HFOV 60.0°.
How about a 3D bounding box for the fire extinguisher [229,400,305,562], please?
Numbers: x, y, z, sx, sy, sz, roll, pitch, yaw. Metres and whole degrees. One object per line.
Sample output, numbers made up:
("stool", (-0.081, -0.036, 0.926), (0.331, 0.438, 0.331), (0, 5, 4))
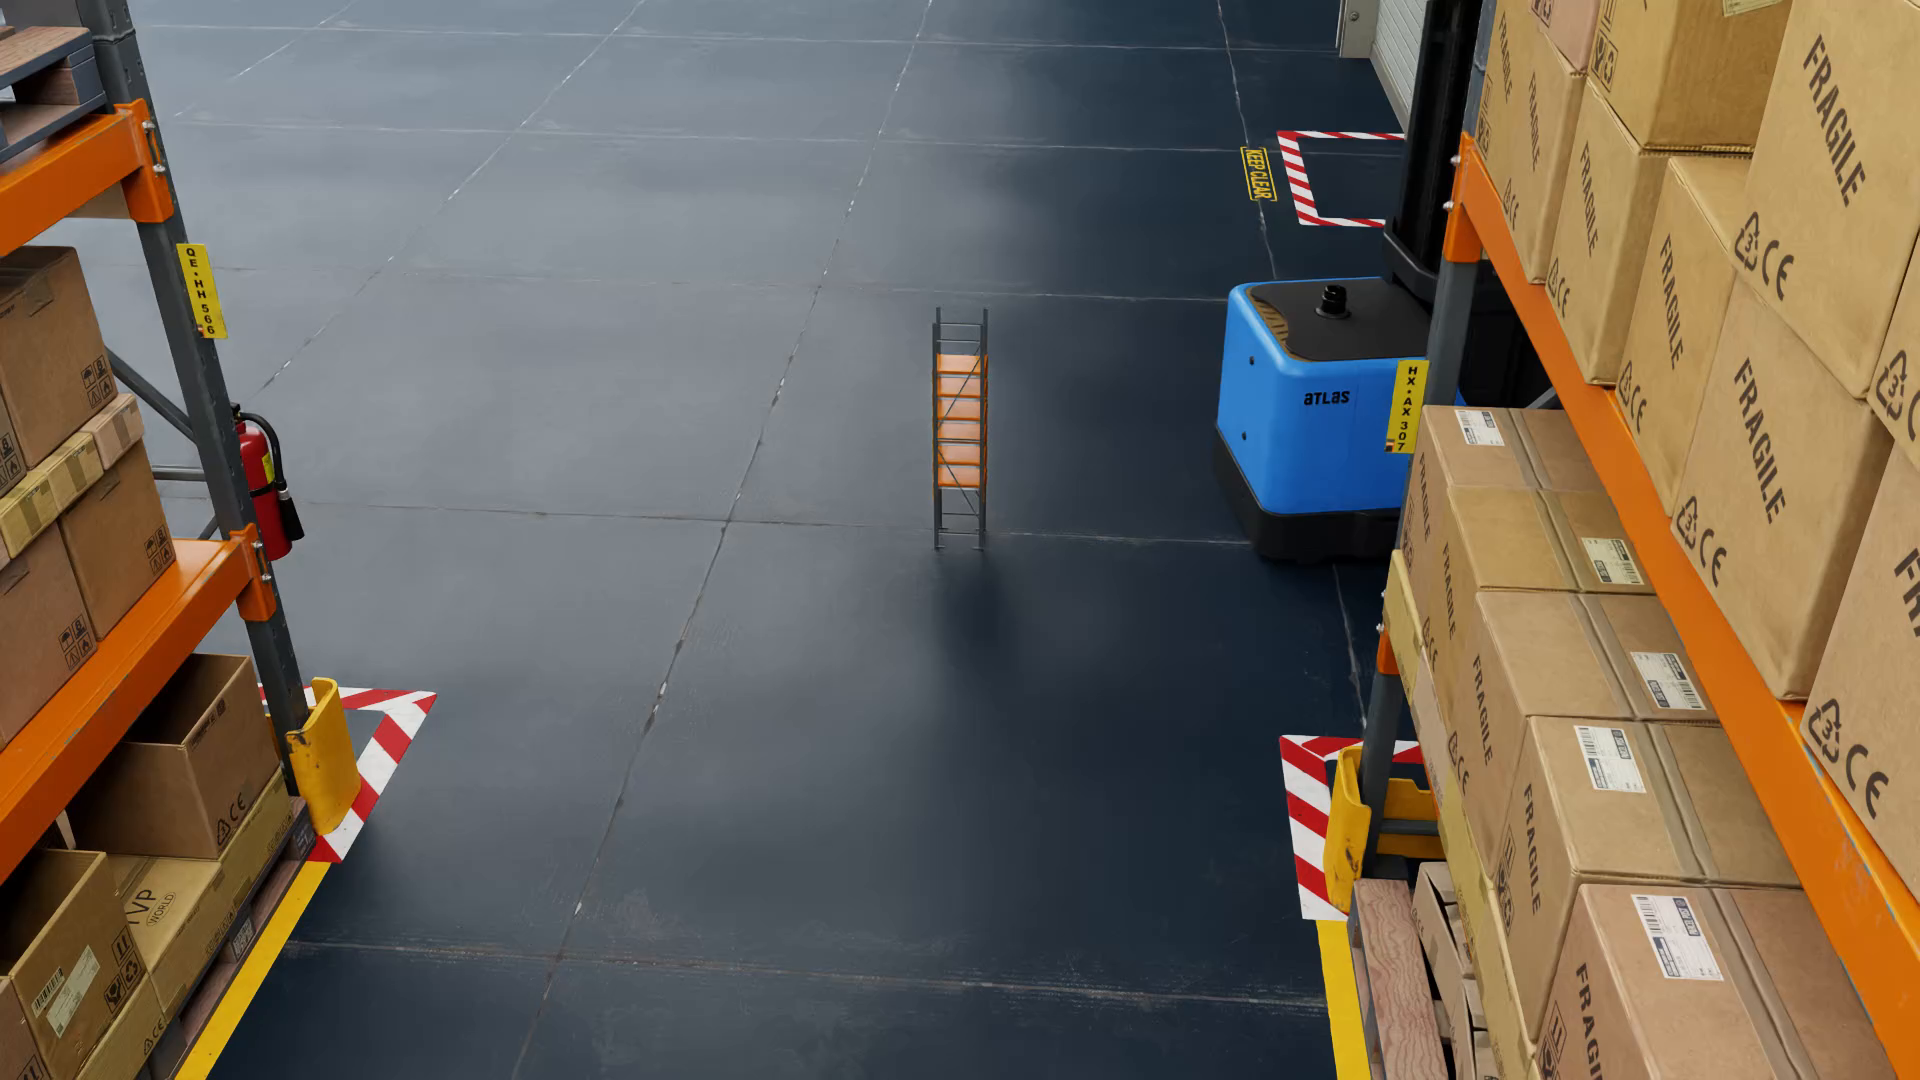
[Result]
("fire extinguisher", (-2.512, -0.246, 5.864), (0.296, 0.674, 0.183), (2, 32, 4))

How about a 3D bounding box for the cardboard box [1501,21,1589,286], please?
("cardboard box", (1.597, -0.912, 3.897), (0.500, 0.500, 0.500), (4, 32, 7))

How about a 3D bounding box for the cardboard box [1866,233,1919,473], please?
("cardboard box", (1.432, -0.251, 1.872), (0.500, 0.500, 0.500), (4, 32, 7))

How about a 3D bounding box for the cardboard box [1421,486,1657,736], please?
("cardboard box", (1.564, 0.204, 4.469), (0.500, 0.500, 0.500), (3, 32, 4))

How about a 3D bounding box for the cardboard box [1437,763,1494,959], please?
("cardboard box", (1.521, 0.808, 4.204), (0.500, 0.250, 0.500), (2, 32, 3))

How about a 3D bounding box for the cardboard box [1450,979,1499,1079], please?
("cardboard box", (1.760, 1.586, 4.960), (0.500, 0.311, 0.500), (5, 32, 8))

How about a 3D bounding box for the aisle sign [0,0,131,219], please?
("aisle sign", (-2.687, -1.365, 5.129), (0.394, 0.787, 0.004), (2, 32, 4))

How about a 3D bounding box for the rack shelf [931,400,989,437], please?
("rack shelf", (0.001, -0.583, 7.908), (0.258, 0.103, 0.180), (2, 32, 4))

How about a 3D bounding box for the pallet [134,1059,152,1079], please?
("pallet", (-3.107, 1.988, 4.823), (1.003, 0.211, 1.213), (2, 32, 4))

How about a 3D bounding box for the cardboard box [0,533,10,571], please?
("cardboard box", (-2.889, 0.055, 4.589), (0.380, 0.149, 0.250), (3, 32, 5))

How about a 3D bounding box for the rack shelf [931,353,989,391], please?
("rack shelf", (0.001, -0.787, 7.782), (0.258, 0.103, 0.180), (2, 32, 4))

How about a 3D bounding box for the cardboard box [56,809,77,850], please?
("cardboard box", (-3.250, 1.026, 5.947), (0.500, 0.250, 0.500), (2, 32, 4))

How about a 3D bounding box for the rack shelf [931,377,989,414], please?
("rack shelf", (0.001, -0.685, 7.845), (0.258, 0.103, 0.180), (2, 32, 4))

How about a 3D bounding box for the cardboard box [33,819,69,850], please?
("cardboard box", (-3.289, 0.968, 5.326), (0.500, 0.500, 0.500), (2, 32, 4))

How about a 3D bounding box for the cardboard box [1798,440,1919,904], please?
("cardboard box", (1.476, 0.198, 2.096), (0.500, 0.500, 0.500), (0, 32, 0))

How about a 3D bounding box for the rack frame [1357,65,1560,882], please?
("rack frame", (1.953, -0.027, 5.435), (1.000, 3.000, 0.127), (2, 32, 4))

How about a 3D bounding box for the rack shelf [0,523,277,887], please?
("rack shelf", (-3.148, 1.115, 4.267), (1.077, 0.370, 4.000), (2, 32, 4))

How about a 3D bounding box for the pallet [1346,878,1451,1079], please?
("pallet", (1.845, 1.623, 5.415), (1.003, 0.211, 1.213), (2, 32, 4))

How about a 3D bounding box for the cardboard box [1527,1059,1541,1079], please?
("cardboard box", (1.438, 1.335, 3.348), (0.500, 0.250, 0.500), (2, 32, 4))

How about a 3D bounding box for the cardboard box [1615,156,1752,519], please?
("cardboard box", (1.536, -0.359, 3.000), (0.500, 0.500, 0.500), (4, 32, 7))

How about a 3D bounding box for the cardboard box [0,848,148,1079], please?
("cardboard box", (-2.799, 1.252, 4.864), (0.500, 0.500, 0.500), (2, 32, 4))

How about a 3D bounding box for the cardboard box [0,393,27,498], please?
("cardboard box", (-3.077, -0.285, 4.522), (0.700, 0.500, 0.500), (2, 32, 3))

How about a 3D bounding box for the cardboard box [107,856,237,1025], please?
("cardboard box", (-2.763, 1.310, 5.486), (0.500, 0.250, 0.500), (2, 32, 4))

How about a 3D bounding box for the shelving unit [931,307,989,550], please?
("shelving unit", (0.001, -0.518, 7.947), (0.258, 1.200, 0.189), (2, 32, 4))

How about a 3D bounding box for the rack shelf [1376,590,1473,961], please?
("rack shelf", (1.790, 1.325, 3.927), (1.077, 0.370, 4.000), (2, 32, 4))

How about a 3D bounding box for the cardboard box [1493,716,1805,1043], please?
("cardboard box", (1.486, 0.744, 3.593), (0.500, 0.500, 0.500), (3, 32, 6))

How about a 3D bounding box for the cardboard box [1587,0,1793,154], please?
("cardboard box", (1.558, -1.061, 3.186), (0.500, 0.500, 0.500), (3, 32, 5))

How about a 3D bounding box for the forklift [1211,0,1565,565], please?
("forklift", (2.878, -1.458, 7.822), (3.031, 2.935, 1.130), (-4, 32, -6))

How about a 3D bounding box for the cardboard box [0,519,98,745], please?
("cardboard box", (-3.073, 0.239, 4.908), (0.700, 0.500, 0.500), (3, 32, 5))

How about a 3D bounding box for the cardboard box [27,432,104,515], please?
("cardboard box", (-2.846, -0.211, 5.019), (0.380, 0.149, 0.250), (3, 32, 5))

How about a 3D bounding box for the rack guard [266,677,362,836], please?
("rack guard", (-2.983, 0.815, 6.451), (1.175, 0.500, 0.348), (2, 32, 4))

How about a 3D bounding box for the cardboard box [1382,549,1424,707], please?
("cardboard box", (1.597, 0.270, 5.077), (0.500, 0.250, 0.500), (2, 32, 3))

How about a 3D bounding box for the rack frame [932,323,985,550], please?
("rack frame", (-0.006, -0.471, 7.870), (0.240, 1.200, 0.006), (2, 32, 4))

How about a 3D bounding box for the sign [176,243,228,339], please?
("sign", (-2.445, -0.800, 5.360), (0.100, 0.325, 0.005), (2, 32, 4))

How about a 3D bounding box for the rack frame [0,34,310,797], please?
("rack frame", (-2.985, -0.237, 5.775), (1.000, 3.000, 0.127), (2, 32, 4))
